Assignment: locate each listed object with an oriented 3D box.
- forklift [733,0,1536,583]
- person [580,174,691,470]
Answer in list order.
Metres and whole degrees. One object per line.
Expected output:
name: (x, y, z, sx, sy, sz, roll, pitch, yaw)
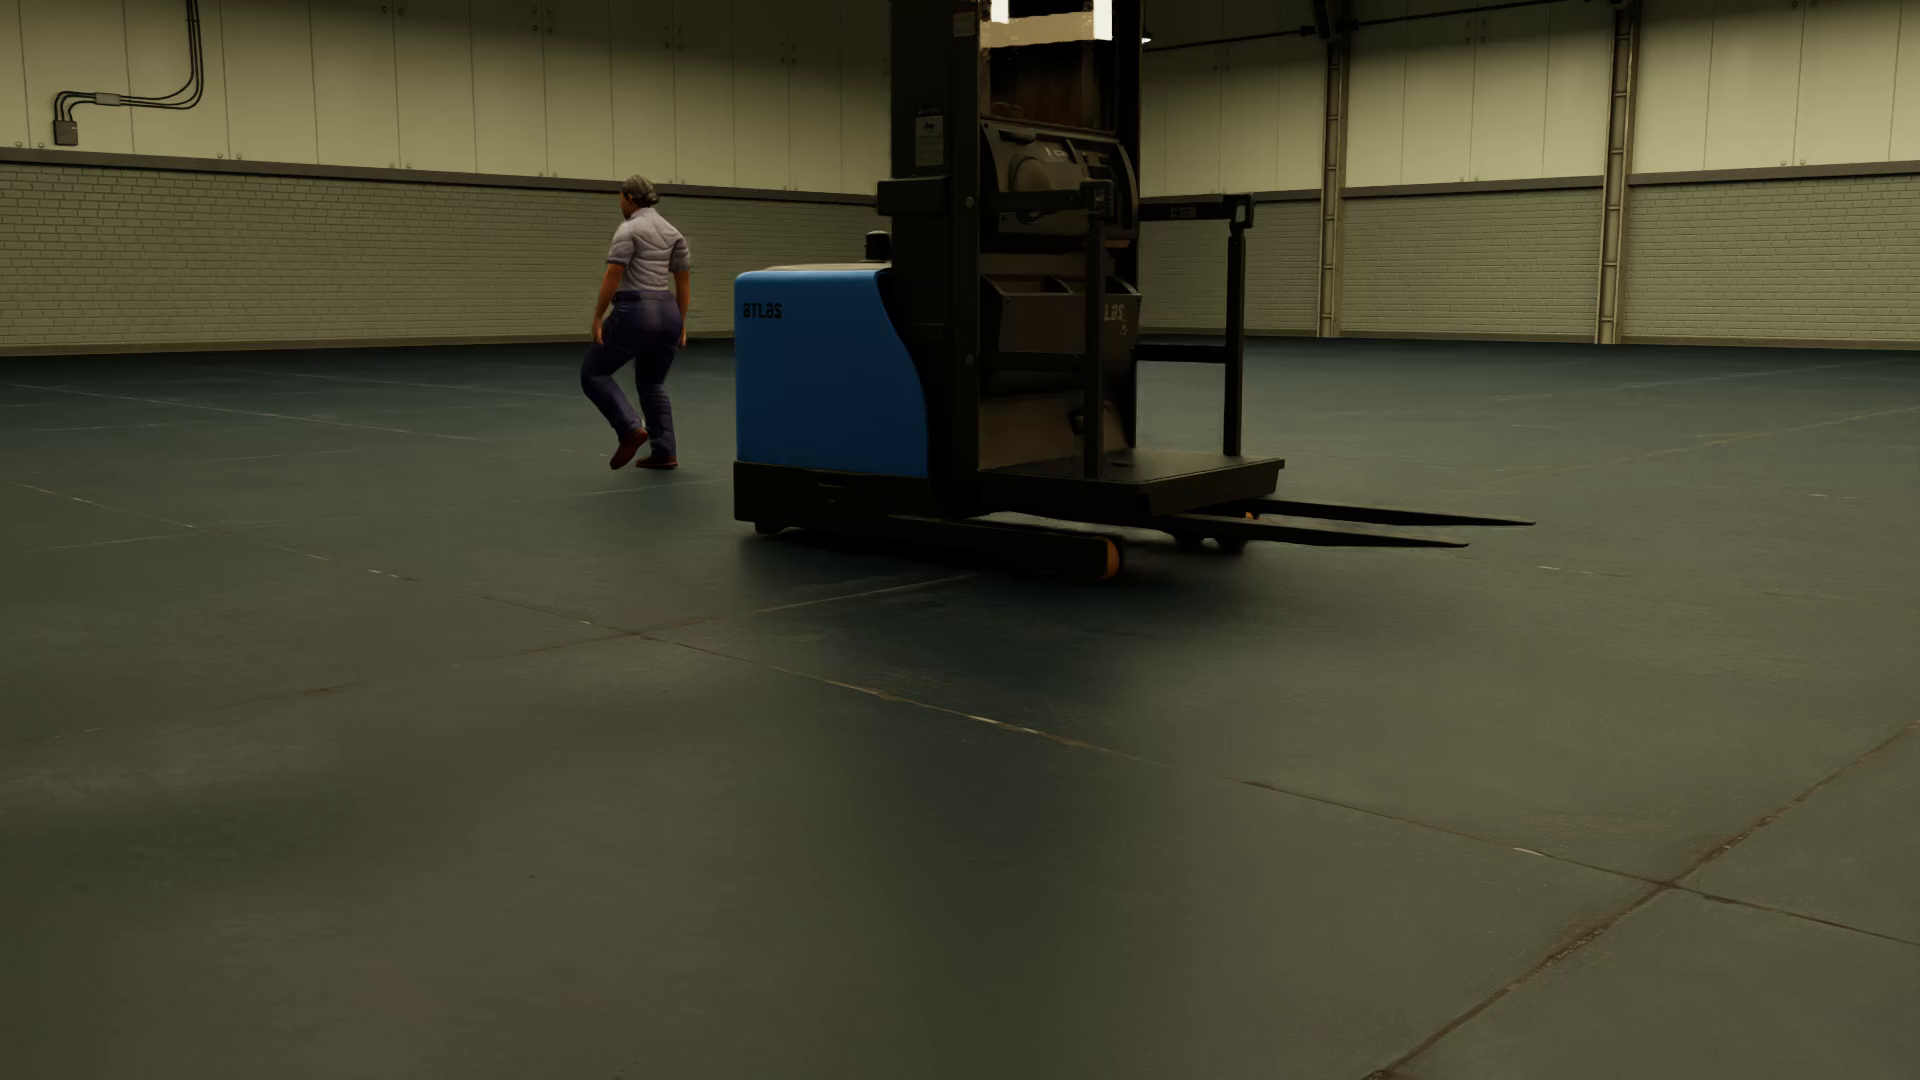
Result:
forklift: (0.548, -1.389, 6.099, 3.031, 2.935, 1.130, 7, 11, 37)
person: (-1.821, -1.209, 9.289, 0.457, 1.631, 0.613, 5, 10, 31)
